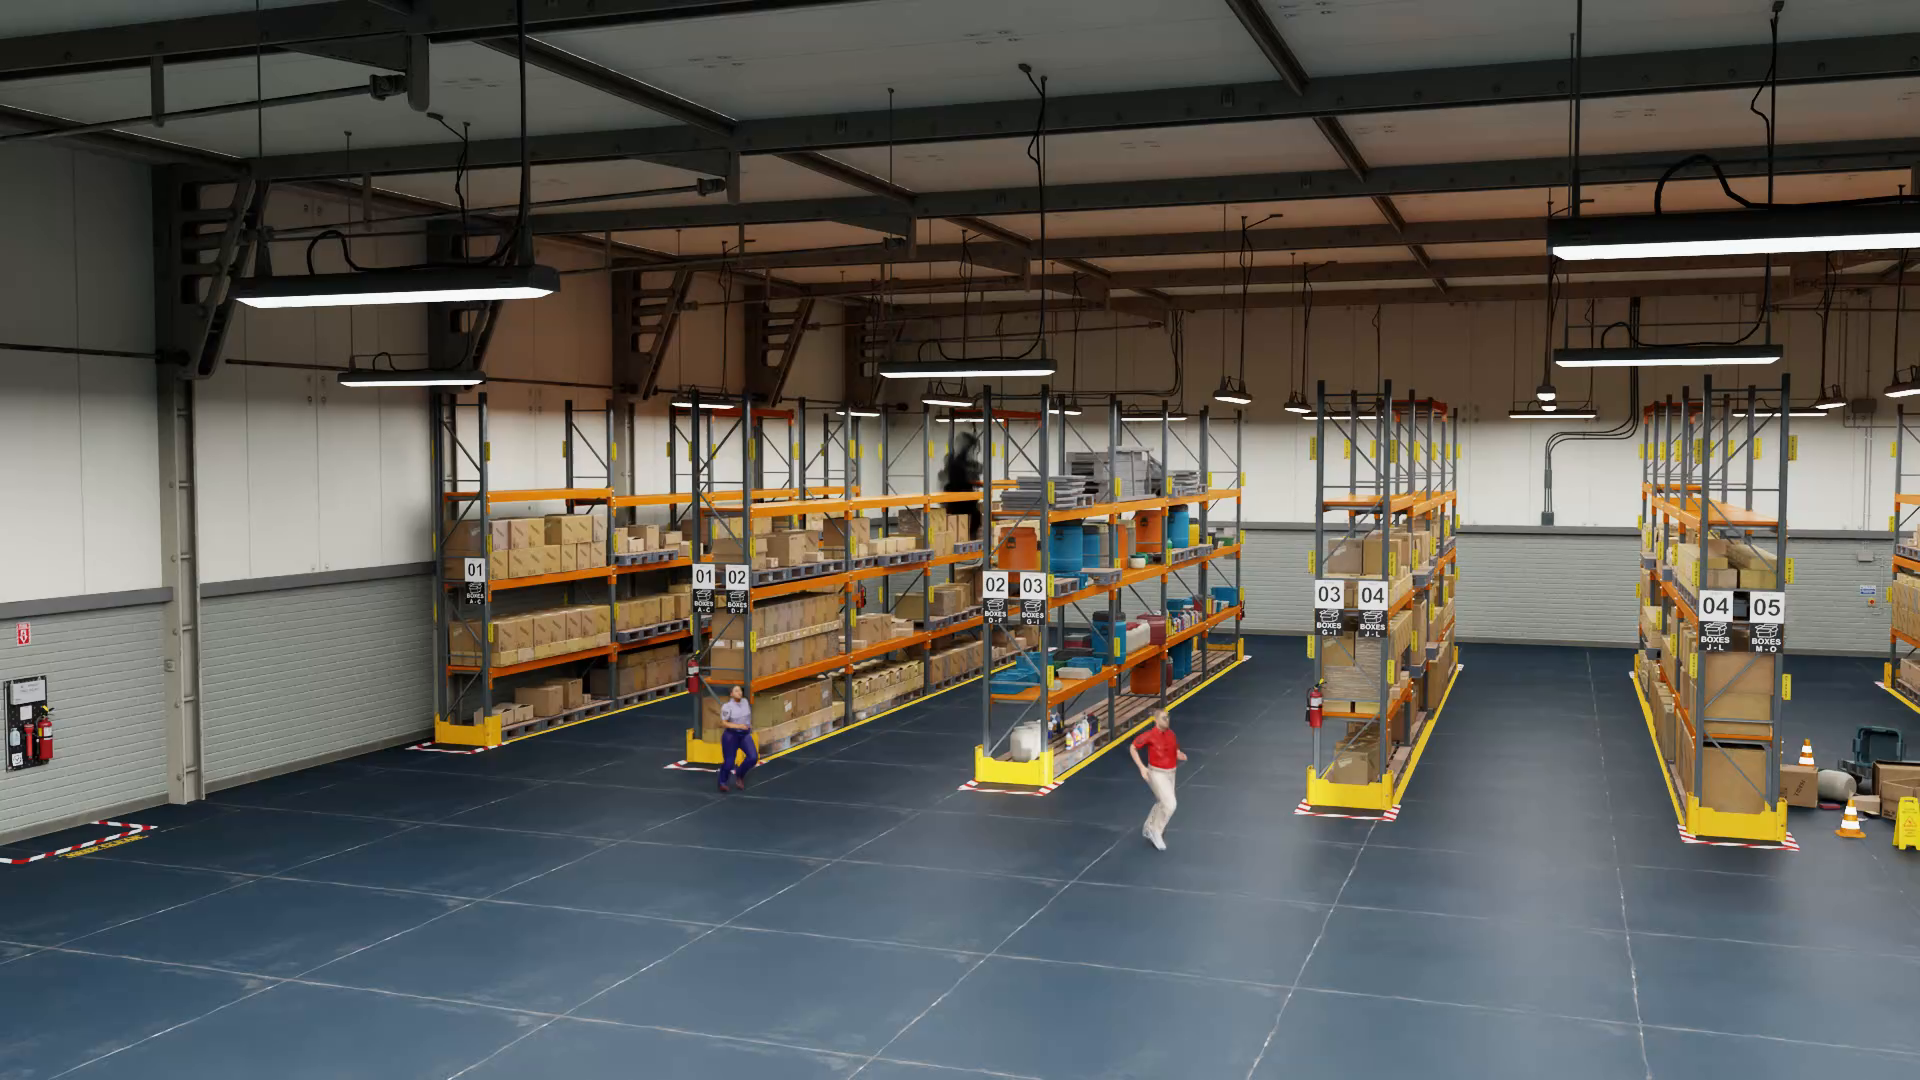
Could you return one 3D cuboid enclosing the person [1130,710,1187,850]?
[{"bbox_3d":[2.563,3.032,21.030,0.726,1.758,0.633,3,4,44],"label":"person"}]

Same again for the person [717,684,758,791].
[{"bbox_3d":[-3.233,2.890,24.292,0.623,1.600,0.785,-2,4,-38],"label":"person"}]
